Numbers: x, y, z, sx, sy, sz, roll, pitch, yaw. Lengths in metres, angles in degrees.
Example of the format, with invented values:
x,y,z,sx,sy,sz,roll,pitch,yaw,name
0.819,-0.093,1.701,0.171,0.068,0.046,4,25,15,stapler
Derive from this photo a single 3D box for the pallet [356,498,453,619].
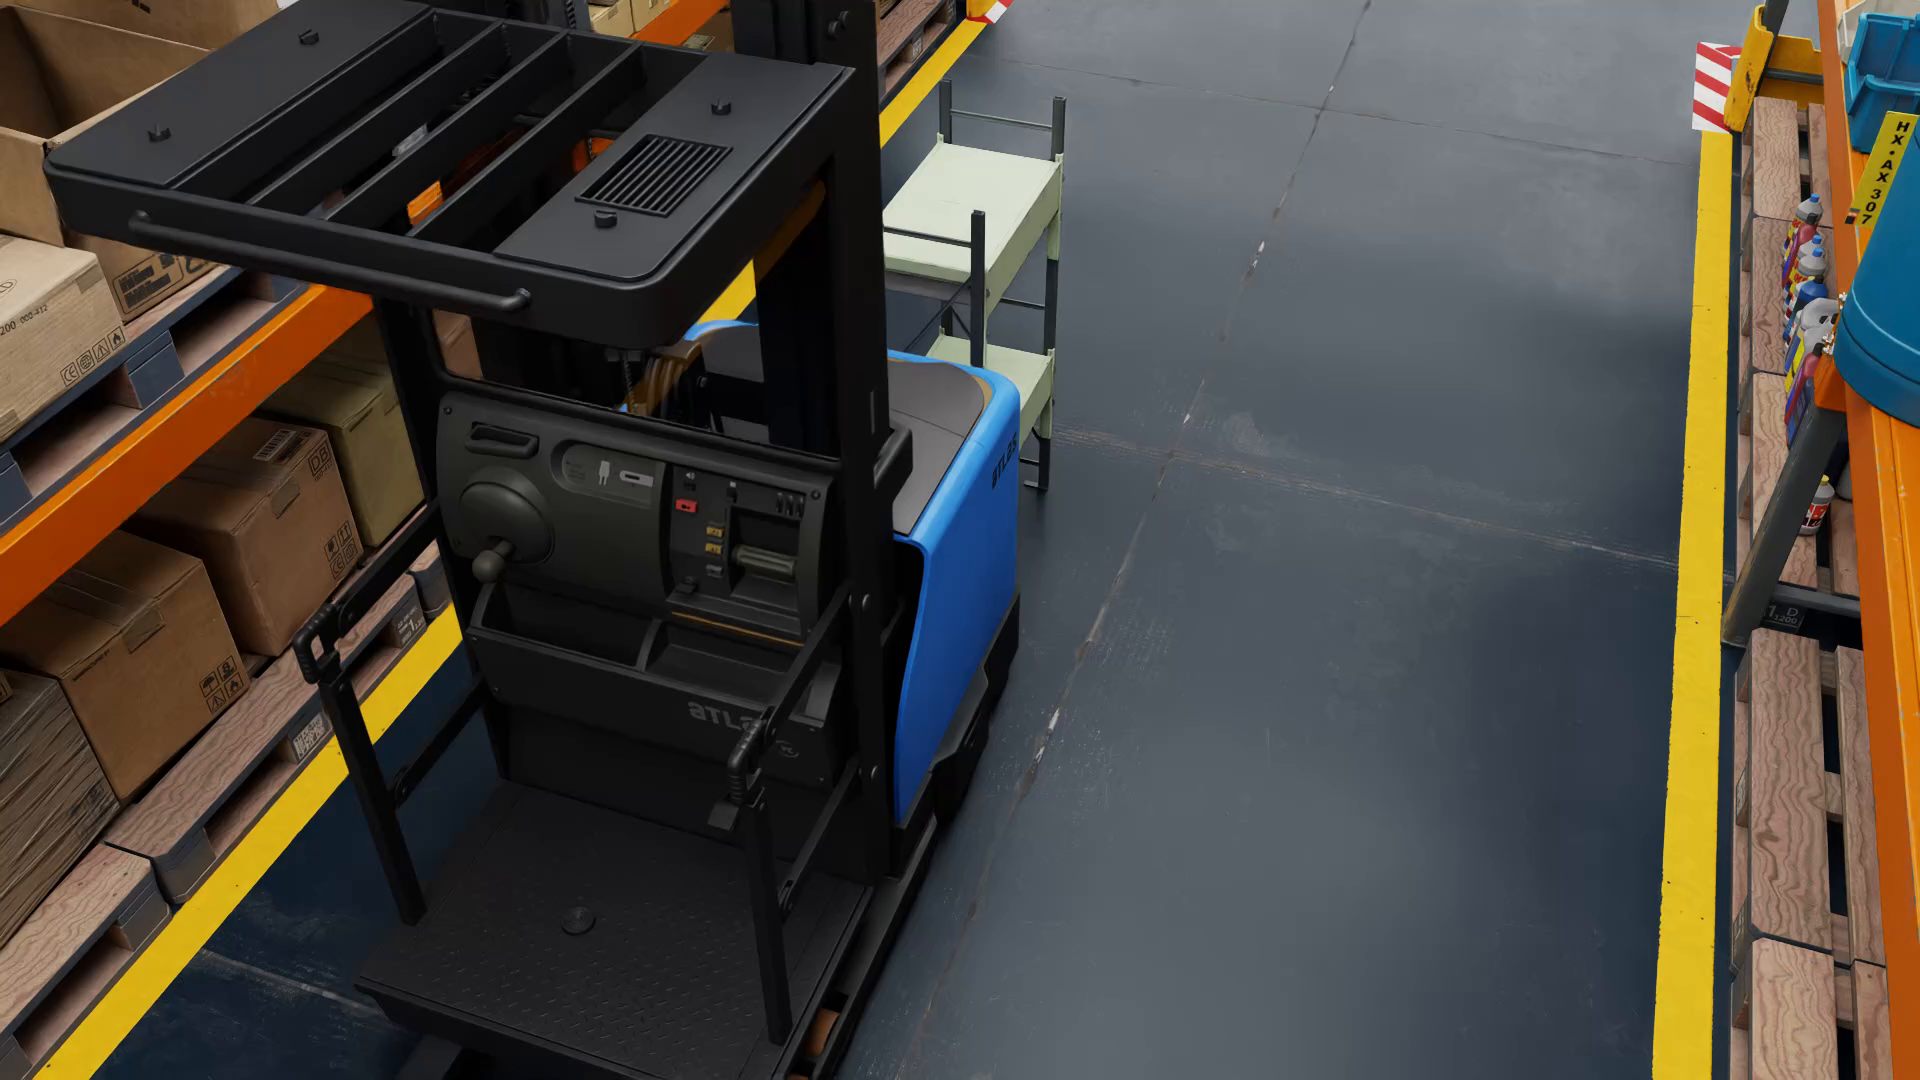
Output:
x,y,z,sx,sy,sz,roll,pitch,yaw,name
-1.981,-0.294,5.932,1.003,0.211,1.213,13,42,15,pallet

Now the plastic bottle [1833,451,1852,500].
x,y,z,sx,sy,sz,roll,pitch,yaw,name
3.023,-0.315,5.510,0.144,0.351,0.185,13,42,15,plastic bottle

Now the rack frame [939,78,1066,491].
x,y,z,sx,sy,sz,roll,pitch,yaw,name
0.127,-0.798,5.530,0.400,1.500,0.023,13,42,15,rack frame

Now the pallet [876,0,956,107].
x,y,z,sx,sy,sz,roll,pitch,yaw,name
-0.685,-2.674,8.722,1.003,0.211,1.213,13,42,15,pallet

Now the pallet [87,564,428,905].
x,y,z,sx,sy,sz,roll,pitch,yaw,name
-2.397,0.453,5.056,1.003,0.211,1.213,13,42,15,pallet

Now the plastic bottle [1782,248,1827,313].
x,y,z,sx,sy,sz,roll,pitch,yaw,name
3.242,-0.993,6.366,0.097,0.271,0.097,0,40,0,plastic bottle

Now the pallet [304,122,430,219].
x,y,z,sx,sy,sz,roll,pitch,yaw,name
-2.114,-1.323,5.137,1.003,0.211,1.213,13,42,15,pallet

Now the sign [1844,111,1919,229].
x,y,z,sx,sy,sz,roll,pitch,yaw,name
2.425,-0.964,4.356,0.100,0.325,0.005,13,42,15,sign

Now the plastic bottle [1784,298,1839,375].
x,y,z,sx,sy,sz,roll,pitch,yaw,name
3.123,-0.731,6.055,0.152,0.276,0.135,14,42,16,plastic bottle

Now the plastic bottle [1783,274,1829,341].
x,y,z,sx,sy,sz,roll,pitch,yaw,name
3.172,-0.869,6.221,0.097,0.271,0.097,0,40,0,plastic bottle

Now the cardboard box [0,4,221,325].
x,y,z,sx,sy,sz,roll,pitch,yaw,name
-2.222,-0.951,4.150,0.797,0.503,0.637,18,43,19,cardboard box

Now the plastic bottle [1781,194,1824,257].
x,y,z,sx,sy,sz,roll,pitch,yaw,name
3.393,-1.263,6.682,0.097,0.271,0.097,0,40,0,plastic bottle

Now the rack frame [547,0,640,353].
x,y,z,sx,sy,sz,roll,pitch,yaw,name
-1.716,-1.830,5.583,1.000,3.000,0.127,13,42,15,rack frame

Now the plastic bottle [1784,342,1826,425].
x,y,z,sx,sy,sz,roll,pitch,yaw,name
2.970,-0.547,5.834,0.061,0.283,0.133,16,43,18,plastic bottle

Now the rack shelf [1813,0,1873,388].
x,y,z,sx,sy,sz,roll,pitch,yaw,name
3.622,-1.677,5.958,1.077,0.370,4.000,13,42,15,rack shelf

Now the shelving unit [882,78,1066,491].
x,y,z,sx,sy,sz,roll,pitch,yaw,name
0.002,-0.575,5.268,0.431,1.500,0.755,13,42,15,shelving unit

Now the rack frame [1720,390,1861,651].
x,y,z,sx,sy,sz,roll,pitch,yaw,name
2.938,-0.730,4.295,1.000,3.000,0.127,13,42,15,rack frame

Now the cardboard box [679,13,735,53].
x,y,z,sx,sy,sz,roll,pitch,yaw,name
-1.215,-2.021,7.410,0.500,0.500,0.500,10,41,11,cardboard box

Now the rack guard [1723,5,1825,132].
x,y,z,sx,sy,sz,roll,pitch,yaw,name
4.324,-2.162,7.899,1.175,0.500,0.348,13,42,15,rack guard

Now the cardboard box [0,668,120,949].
x,y,z,sx,sy,sz,roll,pitch,yaw,name
-2.696,0.639,4.276,0.700,0.500,0.500,10,41,12,cardboard box

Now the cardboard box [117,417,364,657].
x,y,z,sx,sy,sz,roll,pitch,yaw,name
-2.318,-0.048,5.082,0.700,0.500,0.500,10,41,11,cardboard box

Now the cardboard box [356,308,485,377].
x,y,z,sx,sy,sz,roll,pitch,yaw,name
-1.946,-0.676,5.819,0.700,0.500,0.500,10,42,12,cardboard box

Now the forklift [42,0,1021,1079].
x,y,z,sx,sy,sz,roll,pitch,yaw,name
-0.791,0.035,3.450,1.130,2.935,3.031,13,42,15,forklift

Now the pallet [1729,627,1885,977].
x,y,z,sx,sy,sz,roll,pitch,yaw,name
2.706,0.818,4.629,1.003,0.211,1.213,13,42,15,pallet

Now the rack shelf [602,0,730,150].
x,y,z,sx,sy,sz,roll,pitch,yaw,name
-1.032,-2.776,7.247,1.077,0.370,4.000,13,42,15,rack shelf

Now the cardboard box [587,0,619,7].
x,y,z,sx,sy,sz,roll,pitch,yaw,name
-1.504,-2.242,5.760,0.875,0.500,0.500,13,42,15,cardboard box

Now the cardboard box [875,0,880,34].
x,y,z,sx,sy,sz,roll,pitch,yaw,name
-0.750,-2.729,8.240,0.500,0.500,0.500,25,46,26,cardboard box

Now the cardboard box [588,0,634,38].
x,y,z,sx,sy,sz,roll,pitch,yaw,name
-1.360,-1.798,5.740,0.380,0.149,0.250,13,42,15,cardboard box

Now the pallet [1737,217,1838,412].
x,y,z,sx,sy,sz,roll,pitch,yaw,name
3.623,-0.817,6.544,1.003,0.211,1.213,13,42,15,pallet

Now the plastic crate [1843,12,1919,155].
x,y,z,sx,sy,sz,roll,pitch,yaw,name
3.062,-1.409,5.205,0.499,0.251,0.616,13,42,15,plastic crate

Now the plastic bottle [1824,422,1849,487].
x,y,z,sx,sy,sz,roll,pitch,yaw,name
2.888,-0.347,5.547,0.144,0.351,0.185,12,42,14,plastic bottle

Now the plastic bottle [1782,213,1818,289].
x,y,z,sx,sy,sz,roll,pitch,yaw,name
3.299,-1.133,6.521,0.061,0.283,0.133,14,42,16,plastic bottle

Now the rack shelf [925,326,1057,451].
x,y,z,sx,sy,sz,roll,pitch,yaw,name
0.002,-0.327,5.480,0.431,0.370,0.720,13,42,15,rack shelf
